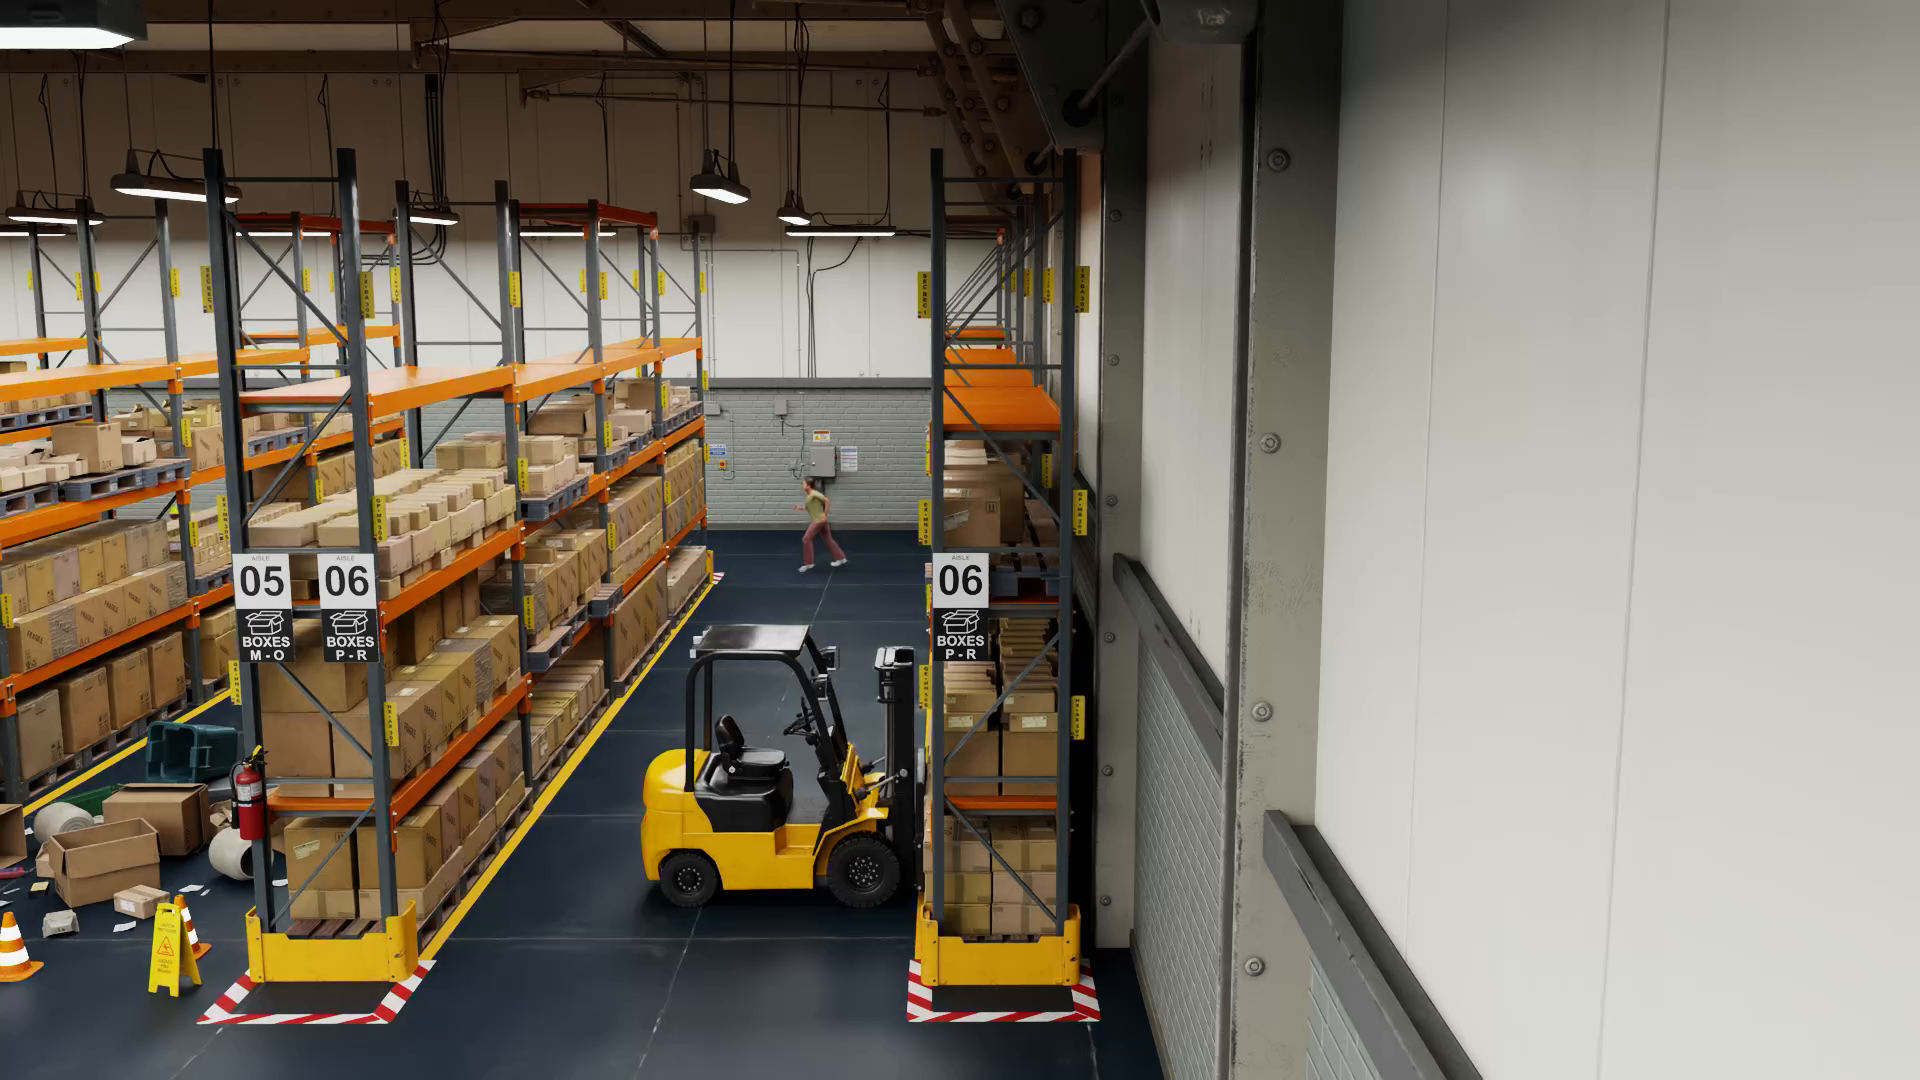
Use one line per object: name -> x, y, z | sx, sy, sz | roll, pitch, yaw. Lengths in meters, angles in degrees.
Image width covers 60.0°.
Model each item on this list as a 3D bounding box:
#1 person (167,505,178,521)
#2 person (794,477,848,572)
person -> -11.517, 0.378, 24.592 | 0.650, 1.812, 0.834 | 1, 9, 6
person -> -2.440, -0.284, 29.086 | 0.941, 1.640, 0.573 | -1, 9, -6
